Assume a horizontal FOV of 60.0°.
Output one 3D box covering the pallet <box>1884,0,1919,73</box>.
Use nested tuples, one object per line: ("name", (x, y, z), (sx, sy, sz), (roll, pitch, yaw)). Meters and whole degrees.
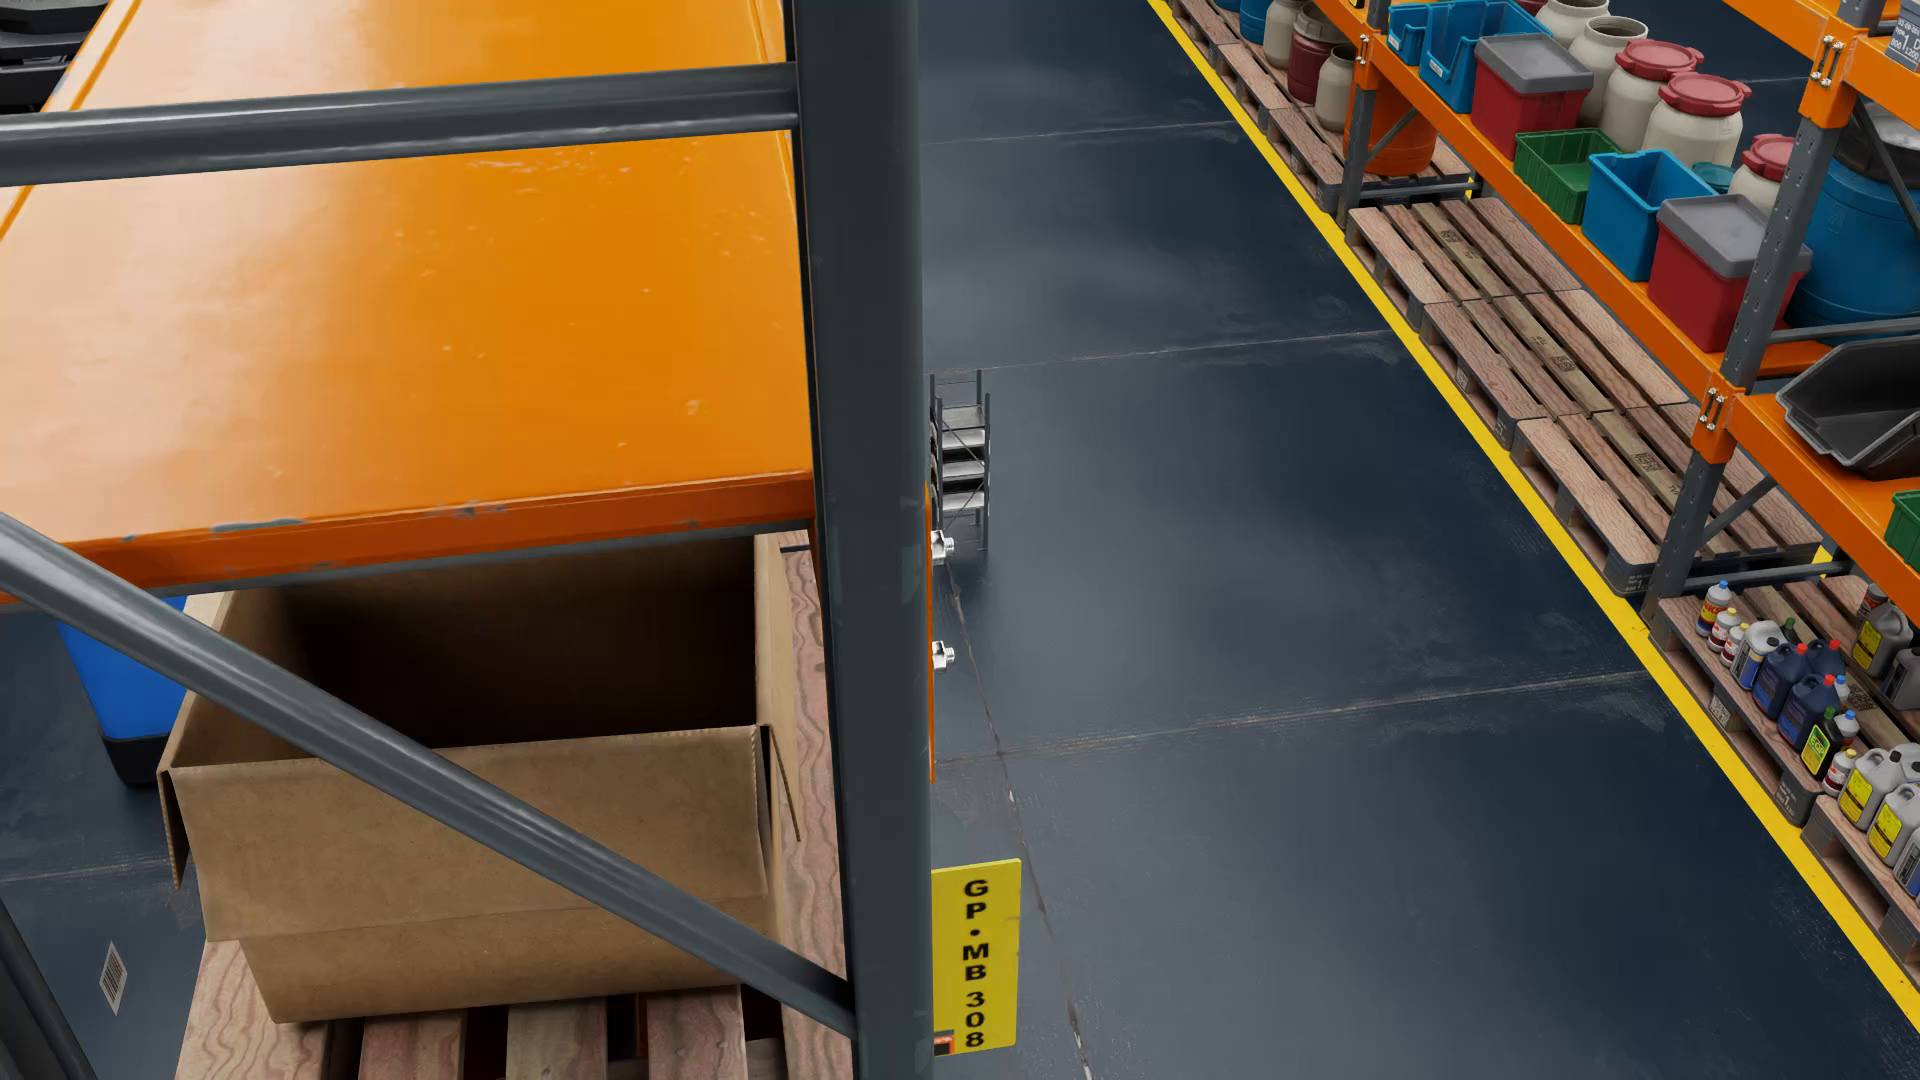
("pallet", (3.867, -1.539, 5.394), (1.213, 0.211, 1.003), (-6, 38, -8))

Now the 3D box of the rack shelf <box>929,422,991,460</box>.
("rack shelf", (-0.001, -0.476, 7.790), (0.258, 0.077, 0.200), (-6, 38, -8))

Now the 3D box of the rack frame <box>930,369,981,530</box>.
("rack frame", (-0.019, -0.422, 7.959), (0.240, 0.900, 0.006), (-6, 38, -8))

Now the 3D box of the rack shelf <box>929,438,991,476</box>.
("rack shelf", (-0.001, -0.405, 7.845), (0.258, 0.077, 0.200), (-6, 38, -8))

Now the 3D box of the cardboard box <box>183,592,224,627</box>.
("cardboard box", (-0.993, 0.079, 2.824), (0.500, 0.250, 0.500), (-6, 38, -8))

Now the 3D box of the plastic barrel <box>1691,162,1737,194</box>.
("plastic barrel", (3.564, -1.615, 7.897), (0.301, 0.262, 0.301), (0, 38, 0))

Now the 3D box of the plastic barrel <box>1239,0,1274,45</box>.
("plastic barrel", (2.445, -4.265, 12.563), (0.600, 0.901, 0.708), (-6, 38, -8))

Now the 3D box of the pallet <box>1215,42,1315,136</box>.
("pallet", (2.554, -3.376, 12.323), (1.003, 0.211, 1.213), (-6, 38, -8))

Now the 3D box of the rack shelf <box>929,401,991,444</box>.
("rack shelf", (-0.001, -0.547, 7.735), (0.258, 0.077, 0.200), (-6, 38, -8))

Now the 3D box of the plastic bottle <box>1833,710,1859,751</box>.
("plastic bottle", (3.473, 0.781, 6.565), (0.097, 0.271, 0.097), (0, 38, 0))

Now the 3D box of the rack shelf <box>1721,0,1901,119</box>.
("rack shelf", (3.294, -2.962, 7.660), (1.077, 0.370, 4.000), (-6, 38, -8))

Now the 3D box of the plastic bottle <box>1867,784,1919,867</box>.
("plastic bottle", (3.518, 1.034, 6.175), (0.144, 0.351, 0.185), (-5, 38, -6))

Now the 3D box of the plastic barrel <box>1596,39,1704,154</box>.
("plastic barrel", (3.488, -2.214, 8.443), (0.433, 0.535, 0.433), (0, 38, 0))

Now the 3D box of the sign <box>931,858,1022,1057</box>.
("sign", (0.016, 0.475, 1.871), (0.100, 0.325, 0.005), (-6, 38, -8))

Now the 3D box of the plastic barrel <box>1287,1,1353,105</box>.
("plastic barrel", (2.643, -3.459, 11.781), (0.600, 0.588, 0.708), (-6, 38, -8))

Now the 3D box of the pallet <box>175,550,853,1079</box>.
("pallet", (-0.630, 0.513, 2.672), (1.003, 0.211, 1.213), (-6, 38, -8))

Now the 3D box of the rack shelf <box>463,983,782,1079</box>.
("rack shelf", (-0.882, -0.016, 3.867), (1.077, 0.370, 4.000), (-6, 38, -8))

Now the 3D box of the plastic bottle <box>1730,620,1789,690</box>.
("plastic bottle", (3.353, 0.480, 6.949), (0.152, 0.276, 0.135), (-5, 38, -6))

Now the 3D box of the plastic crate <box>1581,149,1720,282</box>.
("plastic crate", (3.145, -1.480, 7.624), (0.392, 0.384, 0.575), (-6, 38, -8))

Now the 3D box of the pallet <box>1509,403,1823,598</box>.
("pallet", (3.469, -0.223, 8.265), (1.003, 0.211, 1.213), (-6, 38, -8))

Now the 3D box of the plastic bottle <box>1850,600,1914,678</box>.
("plastic bottle", (3.899, 0.392, 7.001), (0.144, 0.351, 0.185), (-6, 38, -8))

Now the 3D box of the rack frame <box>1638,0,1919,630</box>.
("rack frame", (3.645, -0.854, 6.804), (1.000, 3.000, 0.127), (-6, 38, -8))

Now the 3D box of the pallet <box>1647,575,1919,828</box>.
("pallet", (3.721, 0.657, 7.132), (1.003, 0.211, 1.213), (-6, 38, -8))

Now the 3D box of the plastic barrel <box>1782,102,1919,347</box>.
("plastic barrel", (3.875, -1.318, 6.993), (0.600, 0.901, 0.708), (-6, 38, -8))

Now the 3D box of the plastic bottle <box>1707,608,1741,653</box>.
("plastic bottle", (3.287, 0.378, 7.140), (0.097, 0.201, 0.097), (0, 38, 0))

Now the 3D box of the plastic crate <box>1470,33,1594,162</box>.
("plastic crate", (2.926, -2.286, 8.596), (0.402, 0.464, 0.583), (-6, 38, -8))

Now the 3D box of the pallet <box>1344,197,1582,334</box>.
("pallet", (3.041, -1.697, 10.162), (1.003, 0.211, 1.213), (-6, 38, -8))

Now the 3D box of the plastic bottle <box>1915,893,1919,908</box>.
("plastic bottle", (3.575, 1.247, 5.962), (0.152, 0.276, 0.135), (-6, 38, -8))

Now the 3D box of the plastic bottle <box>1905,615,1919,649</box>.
("plastic bottle", (4.041, 0.376, 7.021), (0.144, 0.351, 0.185), (-7, 38, -9))

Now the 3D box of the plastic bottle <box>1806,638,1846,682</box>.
("plastic bottle", (3.520, 0.535, 6.817), (0.144, 0.351, 0.185), (-6, 38, -8))

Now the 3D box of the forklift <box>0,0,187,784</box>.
("forklift", (-3.224, -1.072, 7.141), (1.130, 2.935, 3.031), (-7, 38, -9))

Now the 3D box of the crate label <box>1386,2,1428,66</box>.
("crate label", (2.648, -2.909, 9.586), (0.303, 0.233, 0.416), (-6, 38, -8))

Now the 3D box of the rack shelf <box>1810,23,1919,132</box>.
("rack shelf", (3.995, -0.546, 4.550), (1.077, 0.370, 4.000), (-6, 38, -8))

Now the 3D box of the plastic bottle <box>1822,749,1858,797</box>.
("plastic bottle", (3.437, 0.897, 6.473), (0.097, 0.201, 0.097), (0, 38, 0))

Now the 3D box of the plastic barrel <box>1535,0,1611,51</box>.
("plastic barrel", (3.334, -2.716, 9.110), (0.421, 0.512, 0.421), (0, 38, 0))

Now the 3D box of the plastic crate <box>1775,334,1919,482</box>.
("plastic crate", (3.611, -0.500, 6.399), (0.767, 0.338, 0.504), (-6, 38, -8))

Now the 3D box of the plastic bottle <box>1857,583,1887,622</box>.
("plastic bottle", (4.015, 0.263, 7.289), (0.097, 0.201, 0.097), (0, 38, 0))

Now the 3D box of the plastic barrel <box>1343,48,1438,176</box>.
("plastic barrel", (2.841, -2.872, 10.829), (0.600, 0.830, 0.708), (-6, 38, -8))

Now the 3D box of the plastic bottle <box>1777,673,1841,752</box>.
("plastic bottle", (3.411, 0.665, 6.650), (0.144, 0.351, 0.185), (-8, 39, -10))

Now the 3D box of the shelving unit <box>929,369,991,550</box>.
("shelving unit", (-0.001, -0.360, 7.880), (0.258, 0.900, 0.210), (-6, 38, -8))

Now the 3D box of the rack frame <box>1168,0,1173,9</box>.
("rack frame", (2.242, -5.686, 13.024), (1.000, 3.000, 0.127), (-6, 38, -8))
